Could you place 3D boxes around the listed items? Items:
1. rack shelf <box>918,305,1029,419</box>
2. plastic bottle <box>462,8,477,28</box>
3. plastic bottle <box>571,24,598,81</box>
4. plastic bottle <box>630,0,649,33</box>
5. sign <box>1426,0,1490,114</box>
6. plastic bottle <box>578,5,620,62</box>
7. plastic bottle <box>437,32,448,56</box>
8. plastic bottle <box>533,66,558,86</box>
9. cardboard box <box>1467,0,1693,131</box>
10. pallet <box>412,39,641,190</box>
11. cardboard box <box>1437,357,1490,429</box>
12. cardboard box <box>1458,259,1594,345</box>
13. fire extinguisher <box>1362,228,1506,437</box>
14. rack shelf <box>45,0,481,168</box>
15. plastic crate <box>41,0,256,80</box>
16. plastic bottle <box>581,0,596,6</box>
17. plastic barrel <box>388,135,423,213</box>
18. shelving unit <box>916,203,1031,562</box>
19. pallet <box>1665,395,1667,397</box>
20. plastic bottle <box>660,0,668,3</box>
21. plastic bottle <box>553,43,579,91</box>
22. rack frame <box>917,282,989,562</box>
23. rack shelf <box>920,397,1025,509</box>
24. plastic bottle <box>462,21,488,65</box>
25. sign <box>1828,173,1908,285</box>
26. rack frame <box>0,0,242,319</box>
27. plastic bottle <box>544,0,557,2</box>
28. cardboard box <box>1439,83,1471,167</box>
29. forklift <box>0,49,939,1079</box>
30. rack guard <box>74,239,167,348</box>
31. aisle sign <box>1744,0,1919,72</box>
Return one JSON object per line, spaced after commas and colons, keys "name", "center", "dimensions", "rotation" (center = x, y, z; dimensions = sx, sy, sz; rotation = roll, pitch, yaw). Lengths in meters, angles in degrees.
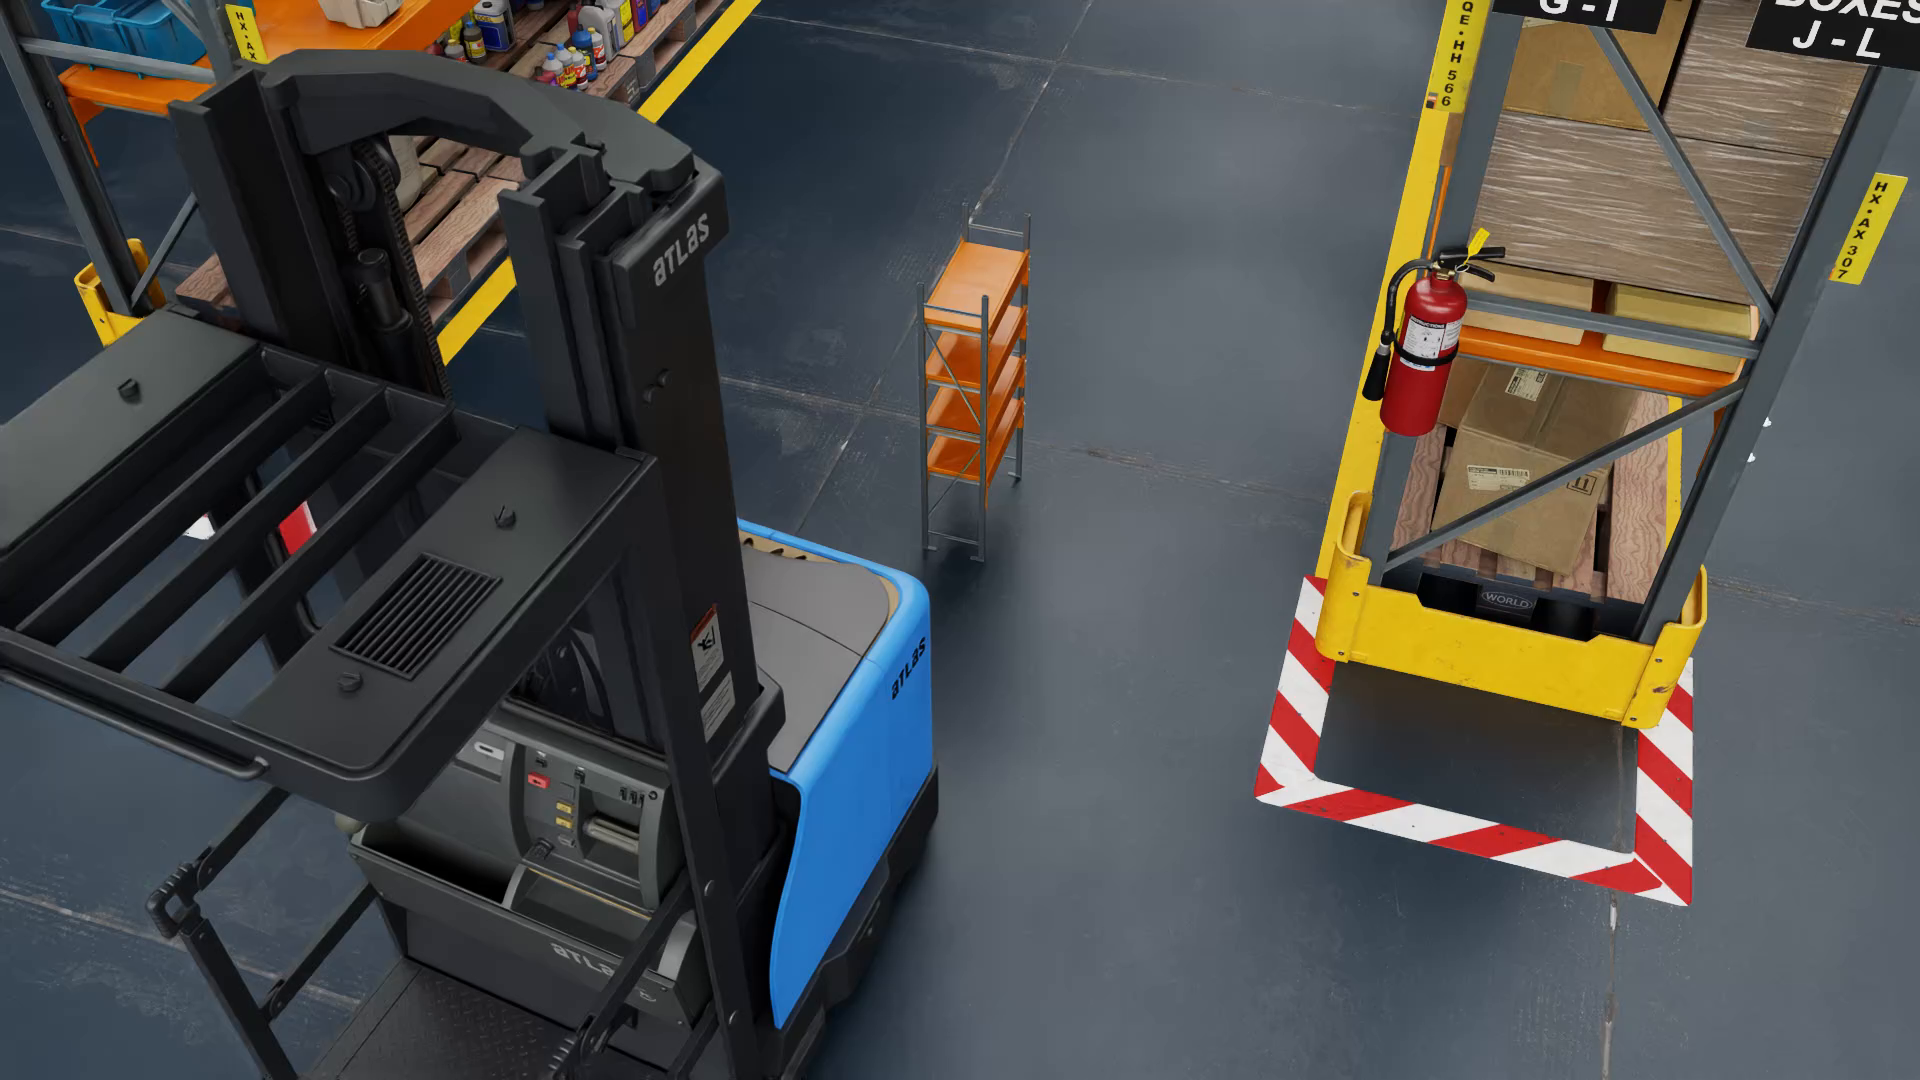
{"name": "rack shelf", "center": [0.050, -0.651, 5.834], "dimensions": [0.258, 0.148, 0.480], "rotation": [13, 46, 13]}
{"name": "plastic bottle", "center": [-2.513, -2.677, 8.420], "dimensions": [0.144, 0.351, 0.185], "rotation": [12, 46, 12]}
{"name": "plastic bottle", "center": [-1.857, -2.414, 8.209], "dimensions": [0.097, 0.271, 0.097], "rotation": [0, 44, 0]}
{"name": "plastic bottle", "center": [-1.675, -2.777, 8.570], "dimensions": [0.061, 0.283, 0.133], "rotation": [15, 46, 15]}
{"name": "sign", "center": [1.299, -1.268, 4.348], "dimensions": [0.100, 0.325, 0.005], "rotation": [13, 46, 13]}
{"name": "plastic bottle", "center": [-1.816, -2.569, 8.363], "dimensions": [0.152, 0.276, 0.135], "rotation": [13, 46, 13]}
{"name": "plastic bottle", "center": [-2.615, -2.415, 8.206], "dimensions": [0.152, 0.276, 0.135], "rotation": [11, 46, 11]}
{"name": "plastic bottle", "center": [-1.966, -2.136, 7.915], "dimensions": [0.061, 0.283, 0.133], "rotation": [13, 46, 13]}
{"name": "cardboard box", "center": [1.753, -1.529, 4.669], "dimensions": [0.500, 0.500, 0.500], "rotation": [13, 46, 13]}
{"name": "pallet", "center": [-2.298, -2.074, 8.219], "dimensions": [1.003, 0.211, 1.213], "rotation": [13, 46, 13]}
{"name": "cardboard box", "center": [2.176, -0.686, 6.293], "dimensions": [0.500, 0.500, 0.500], "rotation": [24, 49, 23]}
{"name": "cardboard box", "center": [1.712, -0.754, 5.056], "dimensions": [0.380, 0.149, 0.250], "rotation": [13, 46, 13]}
{"name": "fire extinguisher", "center": [1.348, -0.604, 4.778], "dimensions": [0.296, 0.674, 0.183], "rotation": [13, 46, 13]}
{"name": "rack shelf", "center": [-2.293, -2.736, 7.415], "dimensions": [1.077, 0.370, 4.000], "rotation": [13, 46, 13]}
{"name": "plastic crate", "center": [-3.032, -2.003, 6.259], "dimensions": [0.499, 0.251, 0.616], "rotation": [13, 46, 13]}
{"name": "plastic bottle", "center": [-1.869, -2.683, 8.475], "dimensions": [0.061, 0.283, 0.133], "rotation": [13, 46, 13]}
{"name": "plastic barrel", "center": [-2.620, -1.709, 7.331], "dimensions": [0.421, 0.512, 0.421], "rotation": [0, 44, 0]}
{"name": "shelving unit", "center": [0.050, -0.539, 5.943], "dimensions": [0.258, 1.200, 0.503], "rotation": [13, 46, 13]}
{"name": "pallet", "center": [2.496, -1.009, 7.130], "dimensions": [1.003, 0.211, 1.213], "rotation": [13, 46, 13]}
{"name": "plastic bottle", "center": [-1.607, -3.046, 8.797], "dimensions": [0.144, 0.351, 0.185], "rotation": [11, 46, 11]}
{"name": "plastic bottle", "center": [-1.918, -2.279, 8.071], "dimensions": [0.097, 0.271, 0.097], "rotation": [0, 44, 0]}
{"name": "rack frame", "center": [-0.024, -0.377, 5.777], "dimensions": [0.240, 1.200, 0.015], "rotation": [13, 46, 13]}
{"name": "rack shelf", "center": [0.050, -0.349, 6.129], "dimensions": [0.258, 0.148, 0.480], "rotation": [13, 46, 13]}
{"name": "plastic bottle", "center": [-2.441, -2.503, 8.350], "dimensions": [0.097, 0.201, 0.097], "rotation": [0, 44, 0]}
{"name": "sign", "center": [2.339, -0.805, 4.309], "dimensions": [0.100, 0.325, 0.005], "rotation": [13, 46, 13]}
{"name": "rack frame", "center": [-2.898, -1.660, 5.801], "dimensions": [1.000, 3.000, 0.127], "rotation": [13, 46, 13]}
{"name": "plastic bottle", "center": [-2.189, -3.056, 8.807], "dimensions": [0.144, 0.351, 0.185], "rotation": [13, 46, 13]}
{"name": "cardboard box", "center": [2.052, -1.472, 5.325], "dimensions": [0.875, 0.500, 0.500], "rotation": [13, 46, 13]}
{"name": "forklift", "center": [-1.135, 0.632, 3.509], "dimensions": [1.130, 2.935, 3.031], "rotation": [17, 47, 17]}
{"name": "rack guard", "center": [-2.920, -0.827, 6.737], "dimensions": [1.175, 0.500, 0.348], "rotation": [13, 46, 13]}
{"name": "aisle sign", "center": [2.089, -1.435, 3.713], "dimensions": [0.394, 0.787, 0.004], "rotation": [13, 46, 13]}
